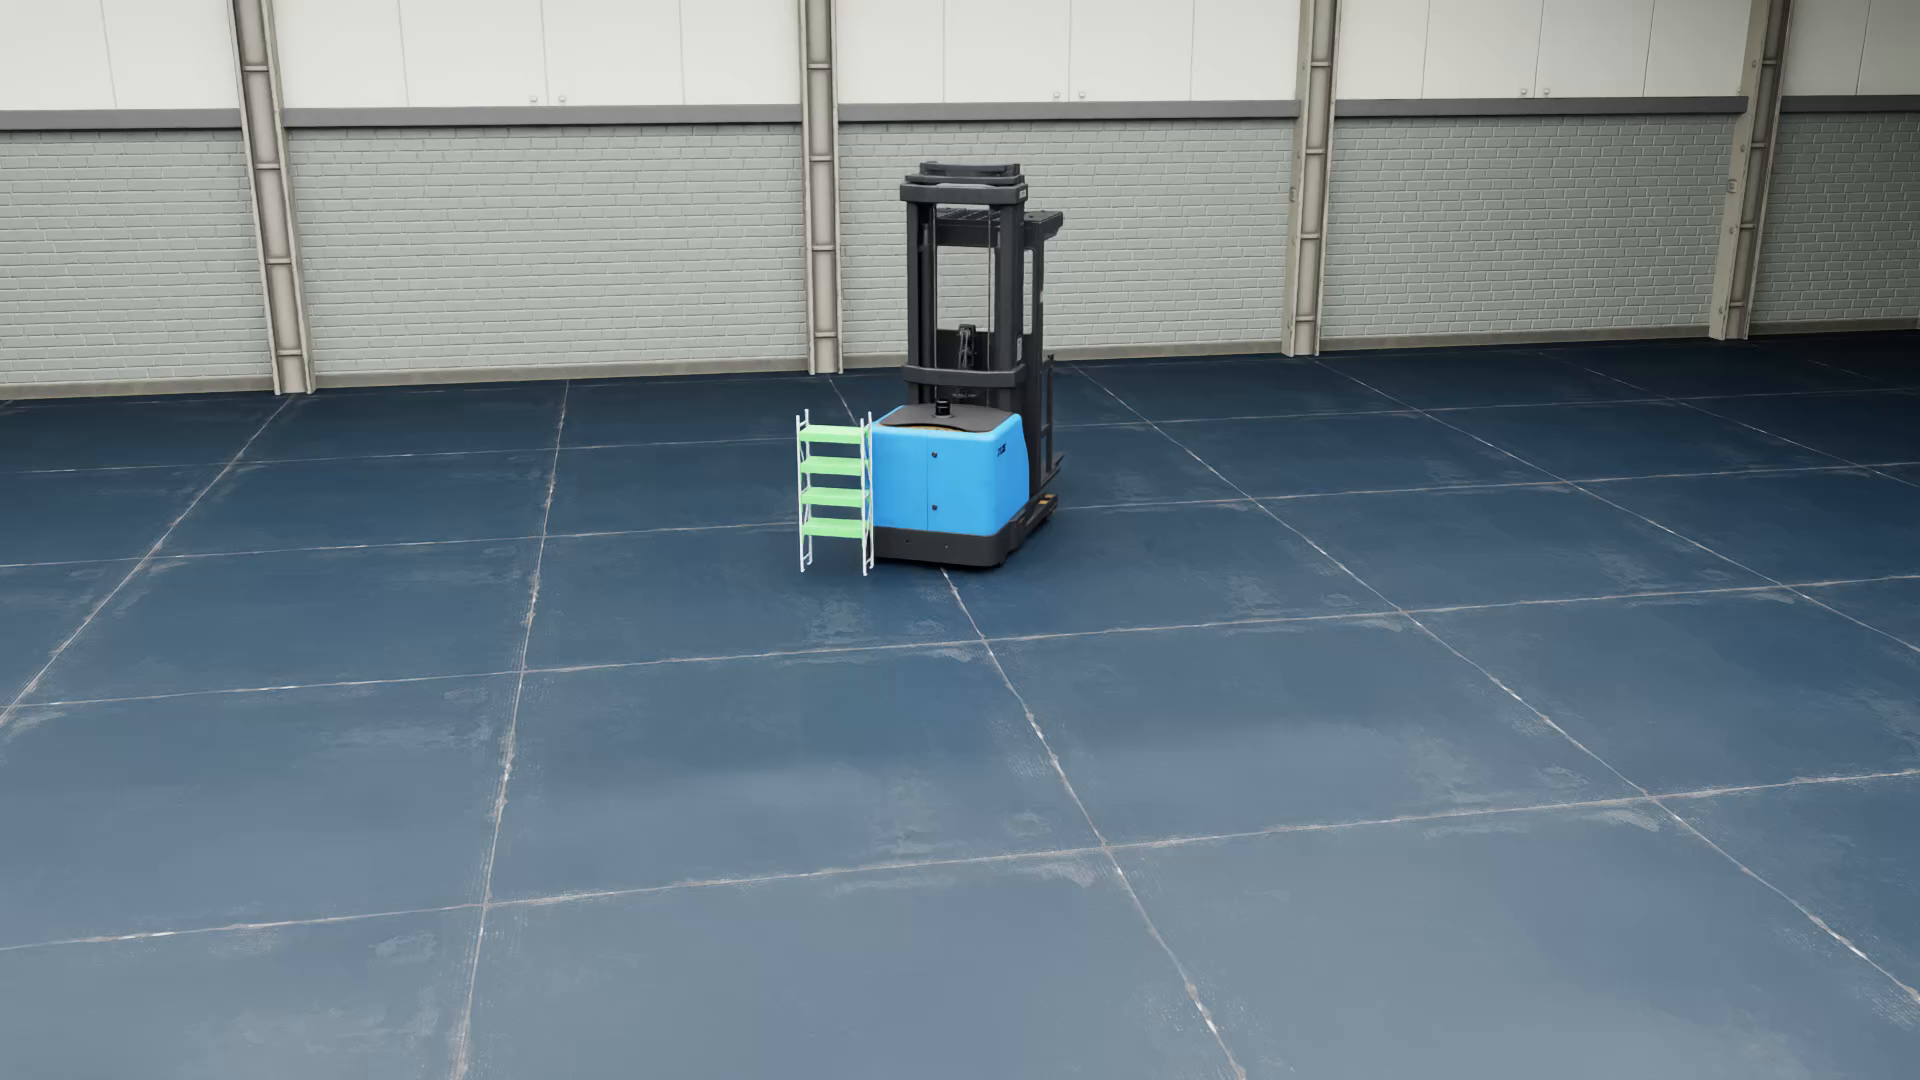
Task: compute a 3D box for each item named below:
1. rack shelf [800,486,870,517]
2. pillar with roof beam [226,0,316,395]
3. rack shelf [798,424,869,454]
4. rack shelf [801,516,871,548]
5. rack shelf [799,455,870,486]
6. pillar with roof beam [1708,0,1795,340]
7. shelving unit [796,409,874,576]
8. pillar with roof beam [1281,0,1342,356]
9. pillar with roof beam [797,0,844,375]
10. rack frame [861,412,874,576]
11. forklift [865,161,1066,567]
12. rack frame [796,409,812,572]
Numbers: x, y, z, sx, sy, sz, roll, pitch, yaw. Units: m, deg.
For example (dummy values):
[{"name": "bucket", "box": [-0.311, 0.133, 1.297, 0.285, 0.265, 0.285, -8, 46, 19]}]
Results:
[{"name": "rack shelf", "box": [-0.927, -0.291, 12.434, 0.480, 0.148, 0.258, 4, 17, 12]}, {"name": "pillar with roof beam", "box": [-6.683, -4.741, 13.421, 0.400, 9.000, 9.100, -3, 17, -10]}, {"name": "rack shelf", "box": [-0.927, -0.750, 12.293, 0.480, 0.148, 0.258, 4, 17, 12]}, {"name": "rack shelf", "box": [-0.927, -0.062, 12.504, 0.480, 0.148, 0.258, 4, 17, 12]}, {"name": "rack shelf", "box": [-0.927, -0.521, 12.363, 0.480, 0.148, 0.258, 4, 17, 12]}, {"name": "pillar with roof beam", "box": [10.990, -5.744, 16.685, 0.400, 9.000, 9.100, -3, 17, -10]}, {"name": "shelving unit", "box": [-0.927, -0.352, 12.415, 0.503, 1.200, 0.258, 4, 17, 12]}, {"name": "pillar with roof beam", "box": [5.099, -5.409, 15.597, 0.400, 9.000, 9.100, -3, 17, -10]}, {"name": "pillar with roof beam", "box": [-0.792, -5.075, 14.509, 0.400, 9.000, 9.100, -3, 17, -10]}, {"name": "rack frame", "box": [-0.689, -0.337, 12.365, 0.015, 1.200, 0.240, 4, 17, 12]}, {"name": "forklift", "box": [0.194, -1.596, 13.515, 1.130, 2.935, 3.031, 5, 18, 16]}, {"name": "rack frame", "box": [-1.165, -0.368, 12.465, 0.015, 1.200, 0.240, 4, 17, 12]}]
